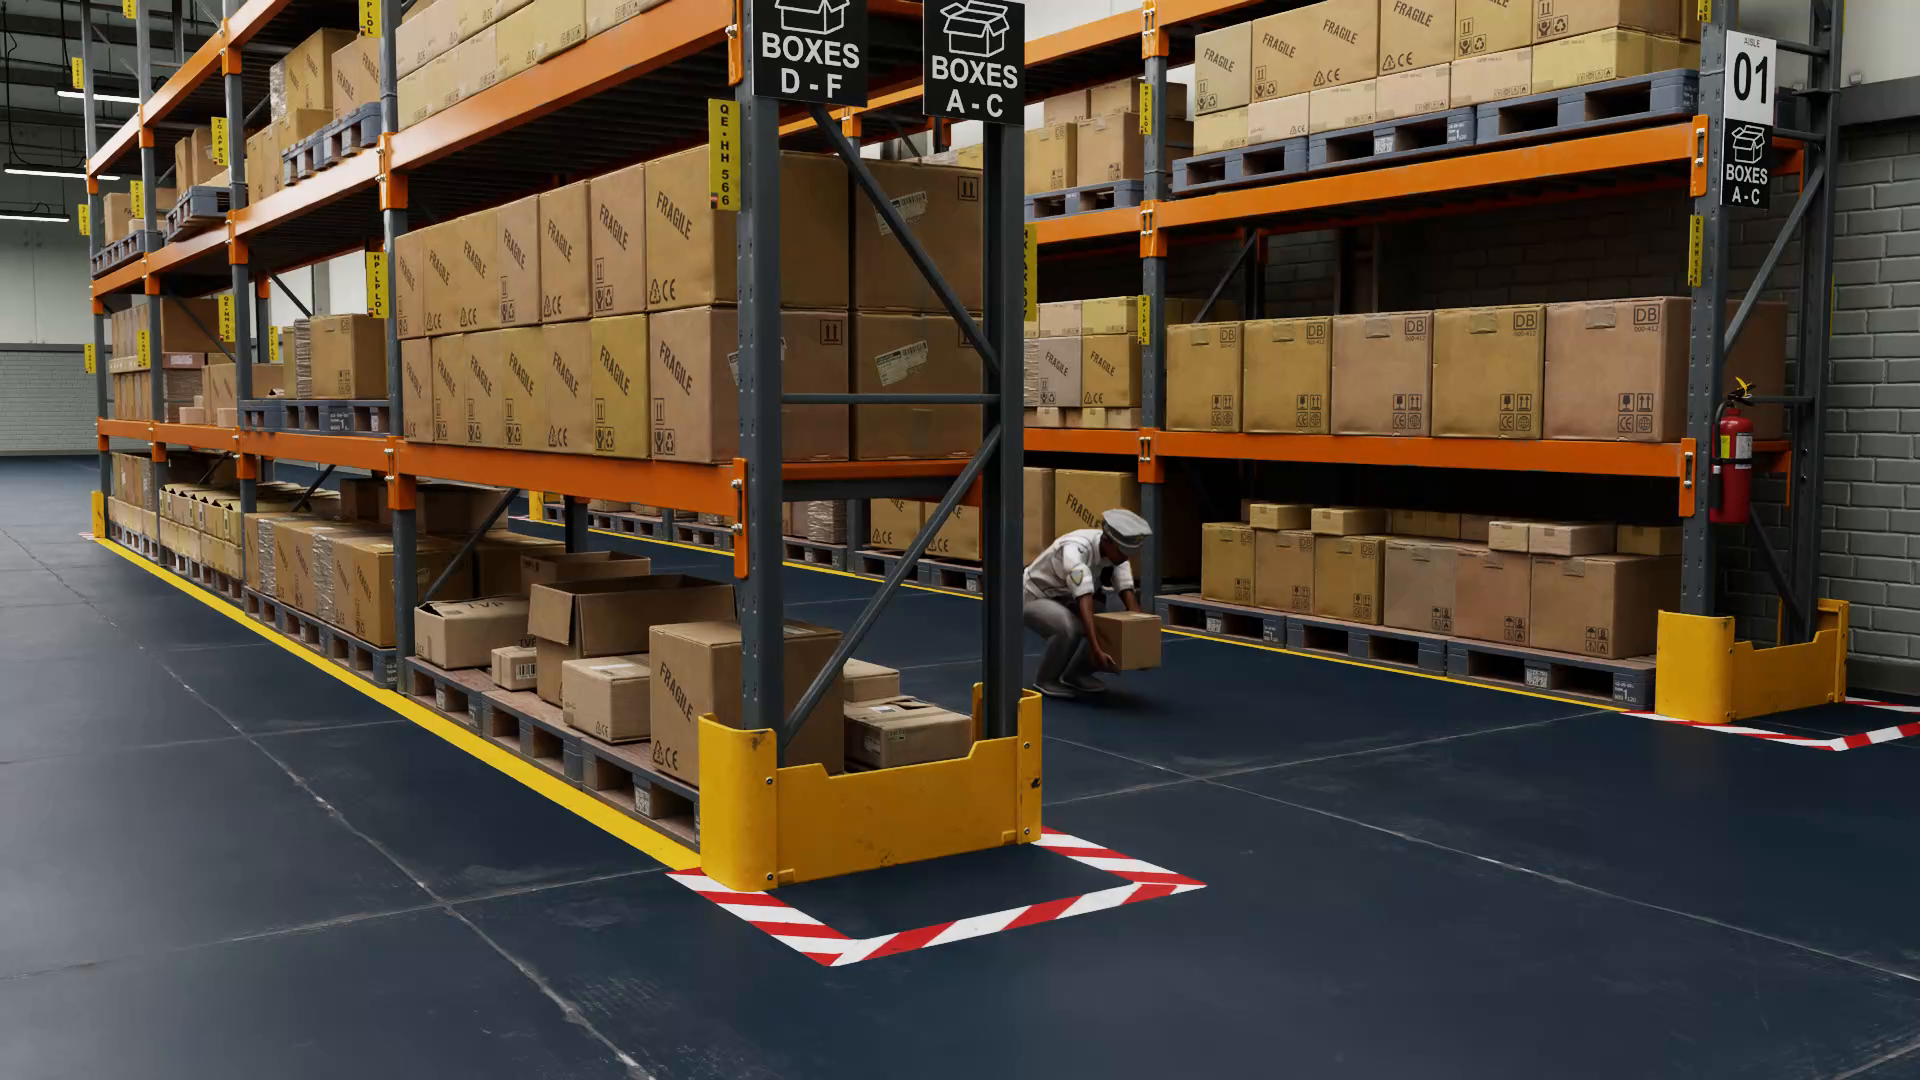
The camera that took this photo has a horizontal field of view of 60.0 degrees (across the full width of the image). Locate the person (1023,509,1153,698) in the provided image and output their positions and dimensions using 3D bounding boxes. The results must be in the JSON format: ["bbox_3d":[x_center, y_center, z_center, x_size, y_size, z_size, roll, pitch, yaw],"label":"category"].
[{"bbox_3d":[0.634,0.320,8.483,0.453,0.975,0.869,-3,6,-35],"label":"person"}]
